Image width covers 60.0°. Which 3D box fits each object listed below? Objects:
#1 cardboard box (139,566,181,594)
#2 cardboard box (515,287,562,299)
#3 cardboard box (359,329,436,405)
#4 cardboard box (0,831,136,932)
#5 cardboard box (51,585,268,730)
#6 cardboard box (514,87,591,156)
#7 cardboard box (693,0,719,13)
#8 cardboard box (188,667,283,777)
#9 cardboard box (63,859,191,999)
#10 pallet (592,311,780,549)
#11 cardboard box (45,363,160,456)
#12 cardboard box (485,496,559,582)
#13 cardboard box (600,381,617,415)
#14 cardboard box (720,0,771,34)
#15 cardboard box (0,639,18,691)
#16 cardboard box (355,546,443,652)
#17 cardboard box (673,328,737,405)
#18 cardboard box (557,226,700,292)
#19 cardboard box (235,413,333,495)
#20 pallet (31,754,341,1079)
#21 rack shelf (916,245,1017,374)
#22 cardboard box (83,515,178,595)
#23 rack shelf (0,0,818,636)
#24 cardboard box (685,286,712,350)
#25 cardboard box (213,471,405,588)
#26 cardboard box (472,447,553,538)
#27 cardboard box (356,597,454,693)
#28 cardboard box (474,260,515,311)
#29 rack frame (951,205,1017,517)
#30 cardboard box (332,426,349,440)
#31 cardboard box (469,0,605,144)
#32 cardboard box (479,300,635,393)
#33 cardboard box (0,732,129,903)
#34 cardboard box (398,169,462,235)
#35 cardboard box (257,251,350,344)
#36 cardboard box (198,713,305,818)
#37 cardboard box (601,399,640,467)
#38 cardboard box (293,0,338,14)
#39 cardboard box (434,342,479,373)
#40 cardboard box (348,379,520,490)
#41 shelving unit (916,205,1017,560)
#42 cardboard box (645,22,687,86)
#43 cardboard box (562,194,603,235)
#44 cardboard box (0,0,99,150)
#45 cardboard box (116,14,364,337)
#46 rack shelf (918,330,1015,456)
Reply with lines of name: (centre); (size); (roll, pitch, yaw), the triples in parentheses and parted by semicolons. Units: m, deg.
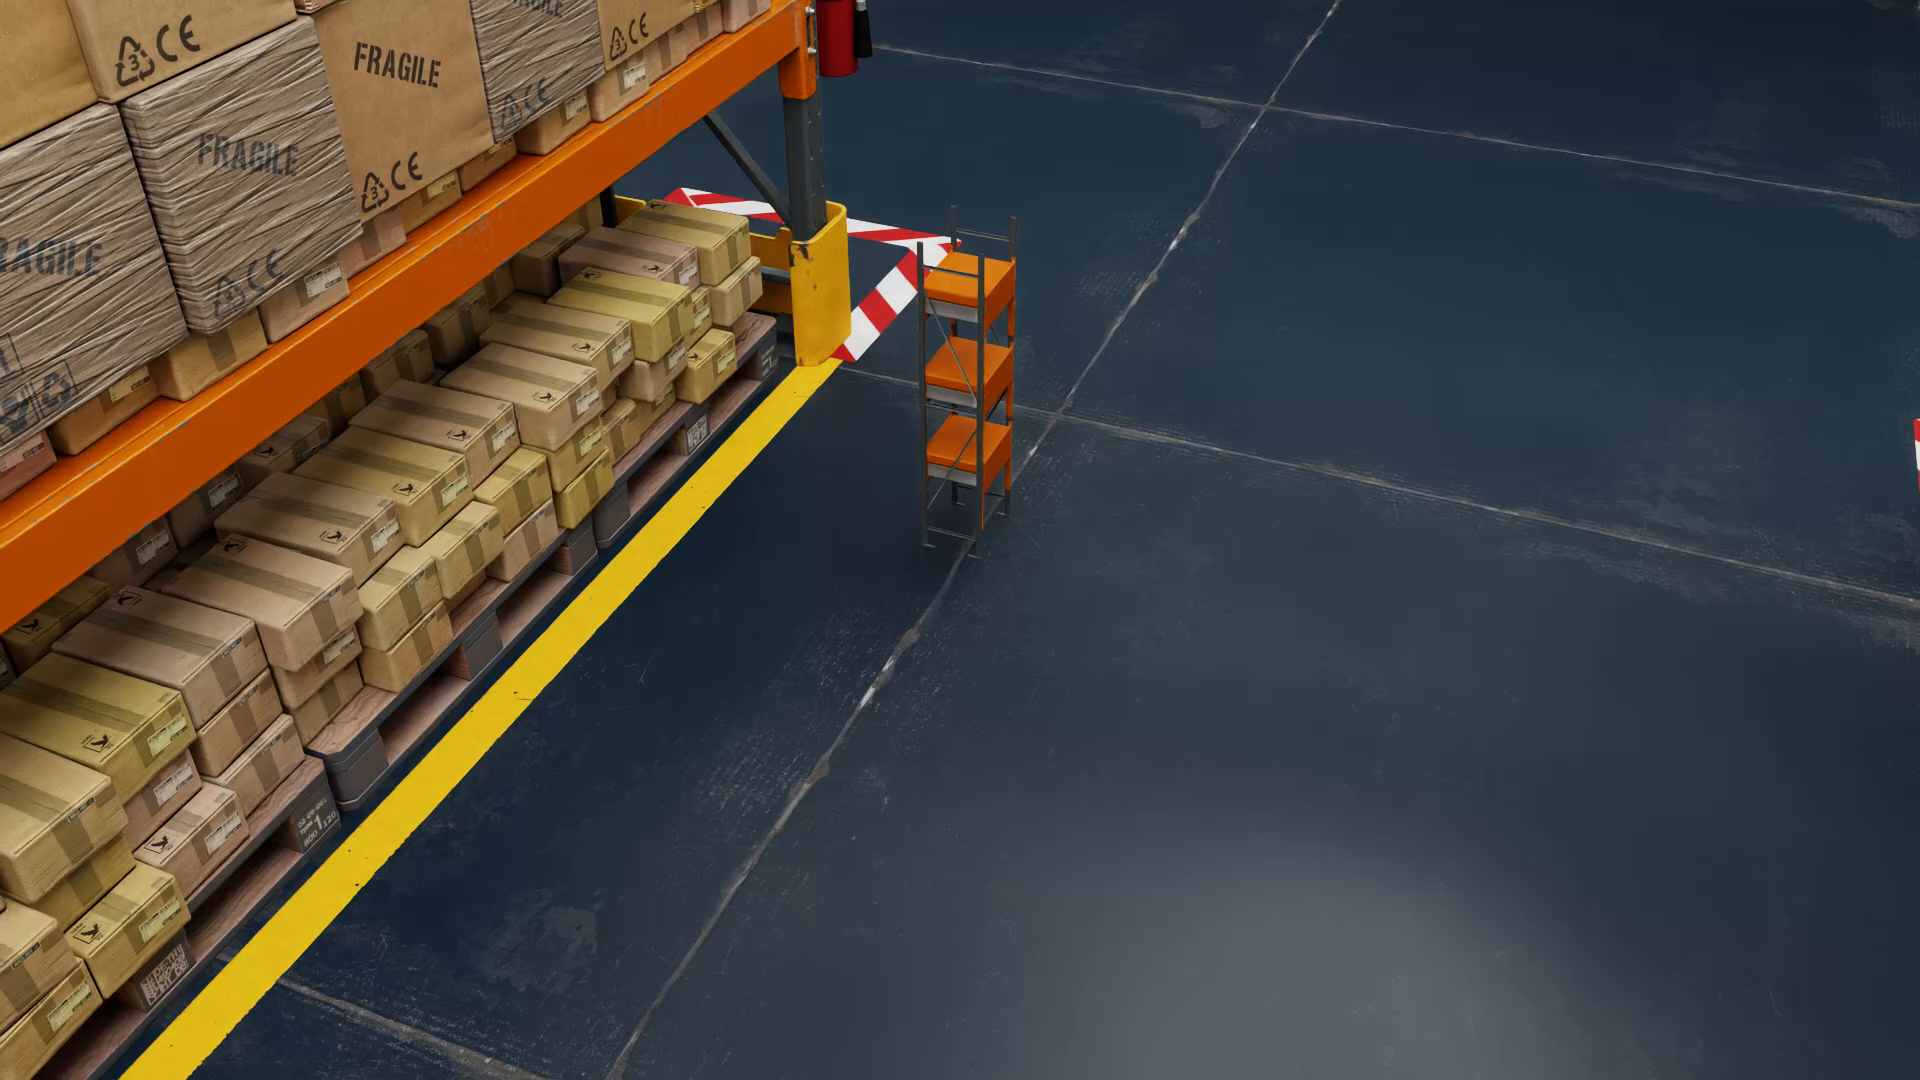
cardboard box: (-2.222, 0.161, 4.312); (0.380, 0.149, 0.250); (15, 39, 19)
cardboard box: (-1.562, -0.870, 5.690); (0.380, 0.149, 0.250); (14, 39, 18)
cardboard box: (-1.822, -0.549, 5.012); (0.380, 0.149, 0.250); (15, 39, 20)
cardboard box: (-2.043, 0.686, 3.608); (0.380, 0.149, 0.250); (14, 39, 18)
cardboard box: (-1.879, 0.272, 3.914); (0.380, 0.149, 0.250); (13, 39, 17)
cardboard box: (-1.245, -1.192, 4.549); (0.380, 0.149, 0.250); (12, 38, 16)
cardboard box: (-0.901, -1.946, 5.017); (0.500, 0.500, 0.500); (15, 39, 19)
cardboard box: (-1.878, 0.394, 3.999); (0.380, 0.149, 0.250); (12, 38, 15)
cardboard box: (-1.953, 0.818, 3.681); (0.380, 0.149, 0.250); (15, 39, 19)
pallet: (-1.339, -0.494, 5.734); (1.003, 0.211, 1.213); (14, 39, 18)
cardboard box: (-1.889, -0.330, 3.396); (0.380, 0.149, 0.250); (12, 38, 16)
cardboard box: (-1.404, -0.048, 4.839); (0.380, 0.149, 0.250); (15, 39, 19)
cardboard box: (-1.299, -0.469, 5.155); (0.380, 0.149, 0.250); (13, 39, 17)
cardboard box: (-0.831, -1.749, 5.294); (0.380, 0.149, 0.250); (14, 39, 18)
cardboard box: (-2.447, 0.309, 3.864); (0.380, 0.149, 0.250); (13, 39, 17)
cardboard box: (-1.597, 0.122, 4.363); (0.380, 0.149, 0.250); (14, 39, 17)
cardboard box: (-0.980, -0.617, 5.600); (0.380, 0.149, 0.250); (15, 39, 19)
cardboard box: (-1.084, -0.882, 5.459); (0.380, 0.149, 0.250); (15, 39, 19)
cardboard box: (-1.972, -0.252, 4.616); (0.380, 0.149, 0.250); (14, 39, 18)
pallet: (-2.268, 0.857, 3.927); (1.003, 0.211, 1.213); (14, 39, 18)
rack shelf: (0.020, -0.669, 4.812); (0.215, 0.259, 0.240); (14, 39, 18)
cardboard box: (-2.259, 0.012, 4.262); (0.380, 0.149, 0.250); (12, 38, 16)
rack shelf: (-1.729, -0.699, 4.281); (1.077, 0.370, 4.000); (14, 39, 18)
cardboard box: (-1.055, -0.750, 5.530); (0.380, 0.149, 0.250); (13, 39, 17)
cardboard box: (-1.680, -0.020, 4.305); (0.380, 0.149, 0.250); (12, 38, 16)
cardboard box: (-1.401, -0.167, 4.750); (0.380, 0.149, 0.250); (16, 40, 20)
cardboard box: (-1.599, 0.238, 4.457); (0.380, 0.149, 0.250); (13, 39, 17)
cardboard box: (-1.690, -0.856, 5.424); (0.380, 0.149, 0.250); (14, 39, 18)
rack frame: (0.067, -0.518, 5.066); (0.200, 1.050, 0.008); (14, 39, 18)
cardboard box: (-1.849, -0.269, 4.886); (0.380, 0.149, 0.250); (16, 40, 20)
cardboard box: (-1.286, -1.380, 4.258); (0.500, 0.500, 0.500); (14, 39, 18)
cardboard box: (-1.222, -0.581, 5.056); (0.380, 0.149, 0.250); (12, 39, 16)
cardboard box: (-2.008, 0.573, 3.512); (0.380, 0.149, 0.250); (16, 40, 20)
cardboard box: (-1.488, -0.905, 4.166); (0.380, 0.149, 0.250); (15, 39, 19)
cardboard box: (-1.624, -0.602, 3.760); (0.380, 0.149, 0.250); (16, 39, 20)
cardboard box: (-1.857, 0.517, 4.084); (0.380, 0.149, 0.250); (13, 39, 17)
cardboard box: (-1.242, -0.350, 5.244); (0.380, 0.149, 0.250); (14, 39, 18)
cardboard box: (-1.493, -1.480, 3.558); (0.500, 0.500, 0.500); (13, 39, 16)
cardboard box: (-1.771, -0.597, 5.325); (0.380, 0.149, 0.250); (15, 39, 19)
cardboard box: (-1.476, -0.299, 4.678); (0.380, 0.149, 0.250); (13, 39, 16)
shelving unit: (0.020, -0.450, 4.975); (0.215, 1.050, 0.252); (14, 39, 18)
cardboard box: (-1.042, -1.478, 4.931); (0.380, 0.149, 0.250); (13, 39, 17)
cardboard box: (-1.482, -1.147, 5.812); (0.380, 0.149, 0.250); (12, 38, 16)
cardboard box: (-1.910, -0.924, 2.814); (0.500, 0.500, 0.500); (13, 39, 16)
cardboard box: (-1.662, -0.802, 3.486); (0.500, 0.500, 0.500); (13, 39, 17)
rack shelf: (0.020, -0.442, 4.982); (0.215, 0.259, 0.240); (14, 39, 18)
